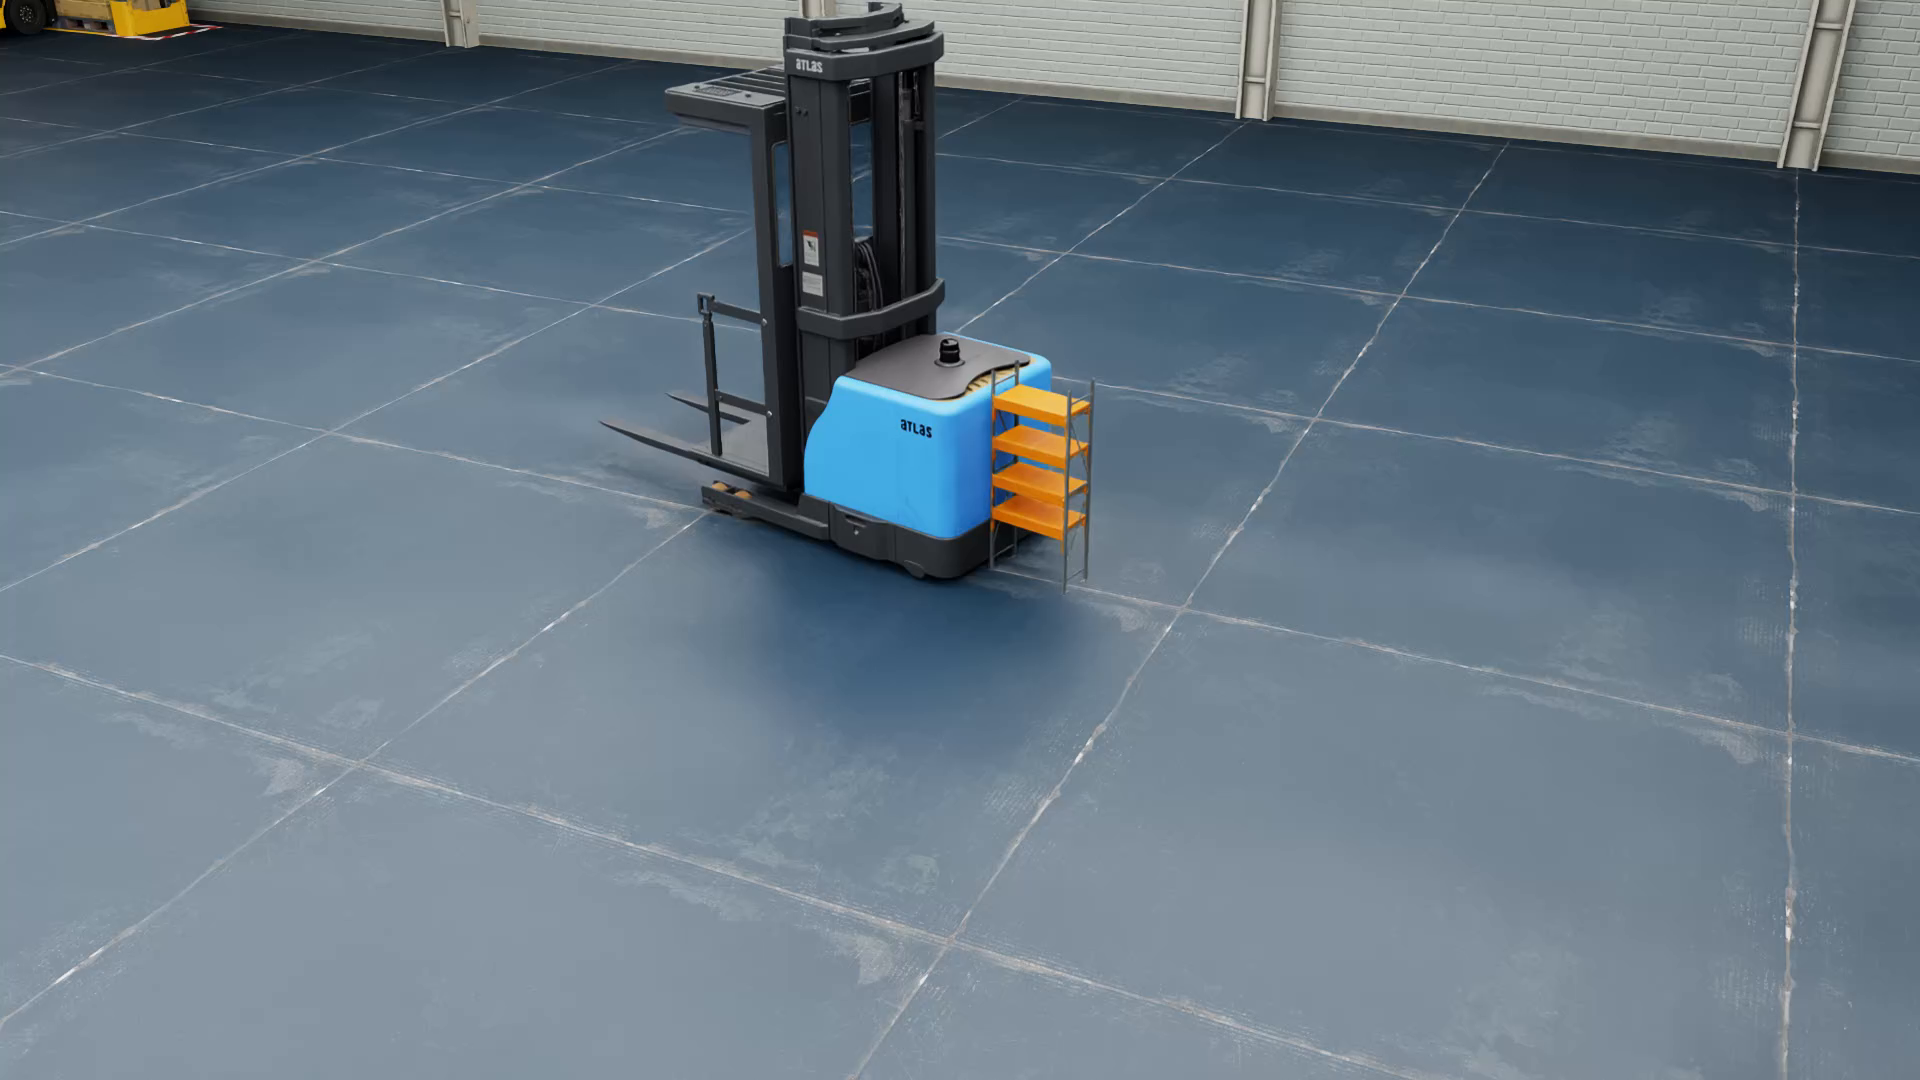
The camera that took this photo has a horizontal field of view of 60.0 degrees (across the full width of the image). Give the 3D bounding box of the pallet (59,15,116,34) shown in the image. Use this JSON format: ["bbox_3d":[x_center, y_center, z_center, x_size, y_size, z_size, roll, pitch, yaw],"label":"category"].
[{"bbox_3d":[-13.266,-8.149,26.063,1.213,0.211,1.003,11,28,22],"label":"pallet"}]

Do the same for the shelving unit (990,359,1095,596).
[{"bbox_3d":[0.440,-0.338,9.078,0.503,1.200,0.258,18,32,33],"label":"shelving unit"}]

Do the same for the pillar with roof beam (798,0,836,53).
[{"bbox_3d":[-3.672,-8.533,16.894,0.400,9.000,9.100,11,28,22],"label":"pillar with roof beam"}]

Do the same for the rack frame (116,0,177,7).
[{"bbox_3d":[-12.553,-9.277,25.197,0.127,3.000,1.000,11,28,22],"label":"rack frame"}]

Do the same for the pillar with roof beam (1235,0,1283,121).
[{"bbox_3d":[1.790,-7.436,14.666,0.400,9.000,9.100,11,28,22],"label":"pillar with roof beam"}]

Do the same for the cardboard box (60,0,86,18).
[{"bbox_3d":[-13.560,-8.286,25.821,0.500,0.250,0.500,11,28,22],"label":"cardboard box"}]

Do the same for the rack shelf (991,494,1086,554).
[{"bbox_3d":[0.440,-0.099,9.195,0.480,0.148,0.258,18,32,33],"label":"rack shelf"}]

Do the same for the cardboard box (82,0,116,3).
[{"bbox_3d":[-13.125,-8.420,25.527,0.500,0.250,0.500,11,28,21],"label":"cardboard box"}]

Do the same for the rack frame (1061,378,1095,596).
[{"bbox_3d":[0.635,-0.273,8.946,0.015,1.200,0.240,18,32,33],"label":"rack frame"}]

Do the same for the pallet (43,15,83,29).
[{"bbox_3d":[-14.373,-8.373,26.517,1.213,0.211,1.003,11,28,22],"label":"pallet"}]

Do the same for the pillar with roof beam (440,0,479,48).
[{"bbox_3d":[-9.134,-9.630,19.123,0.400,9.000,9.100,11,28,22],"label":"pillar with roof beam"}]

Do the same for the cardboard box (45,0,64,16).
[{"bbox_3d":[-14.012,-8.381,26.014,0.500,0.250,0.500,12,29,22],"label":"cardboard box"}]

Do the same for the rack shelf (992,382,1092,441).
[{"bbox_3d":[0.440,-0.690,8.904,0.480,0.148,0.258,18,32,33],"label":"rack shelf"}]

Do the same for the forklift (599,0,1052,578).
[{"bbox_3d":[-0.947,-1.608,9.697,3.031,2.935,1.130,18,32,33],"label":"forklift"}]

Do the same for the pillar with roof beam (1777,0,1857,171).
[{"bbox_3d":[7.252,-6.339,12.438,0.400,9.000,9.100,11,28,22],"label":"pillar with roof beam"}]

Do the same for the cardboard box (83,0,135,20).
[{"bbox_3d":[-13.111,-8.191,25.628,0.500,0.250,0.500,12,28,22],"label":"cardboard box"}]

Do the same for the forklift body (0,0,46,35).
[{"bbox_3d":[-15.034,-8.510,24.599,1.214,2.155,2.313,11,28,22],"label":"forklift body"}]

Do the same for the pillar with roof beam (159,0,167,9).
[{"bbox_3d":[-14.596,-10.727,21.351,0.400,9.000,9.100,11,28,22],"label":"pillar with roof beam"}]

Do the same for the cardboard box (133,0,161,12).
[{"bbox_3d":[-12.919,-8.400,26.054,0.500,0.250,0.500,11,28,22],"label":"cardboard box"}]

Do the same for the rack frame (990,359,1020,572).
[{"bbox_3d":[0.245,-0.403,9.210,0.015,1.200,0.240,18,32,33],"label":"rack frame"}]

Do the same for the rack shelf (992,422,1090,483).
[{"bbox_3d":[0.440,-0.478,9.009,0.480,0.148,0.258,18,32,33],"label":"rack shelf"}]

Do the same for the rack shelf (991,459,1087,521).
[{"bbox_3d":[0.440,-0.277,9.107,0.480,0.148,0.258,18,32,33],"label":"rack shelf"}]

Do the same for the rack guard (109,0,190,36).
[{"bbox_3d":[-12.531,-8.151,25.740,0.348,0.500,1.175,11,28,22],"label":"rack guard"}]
